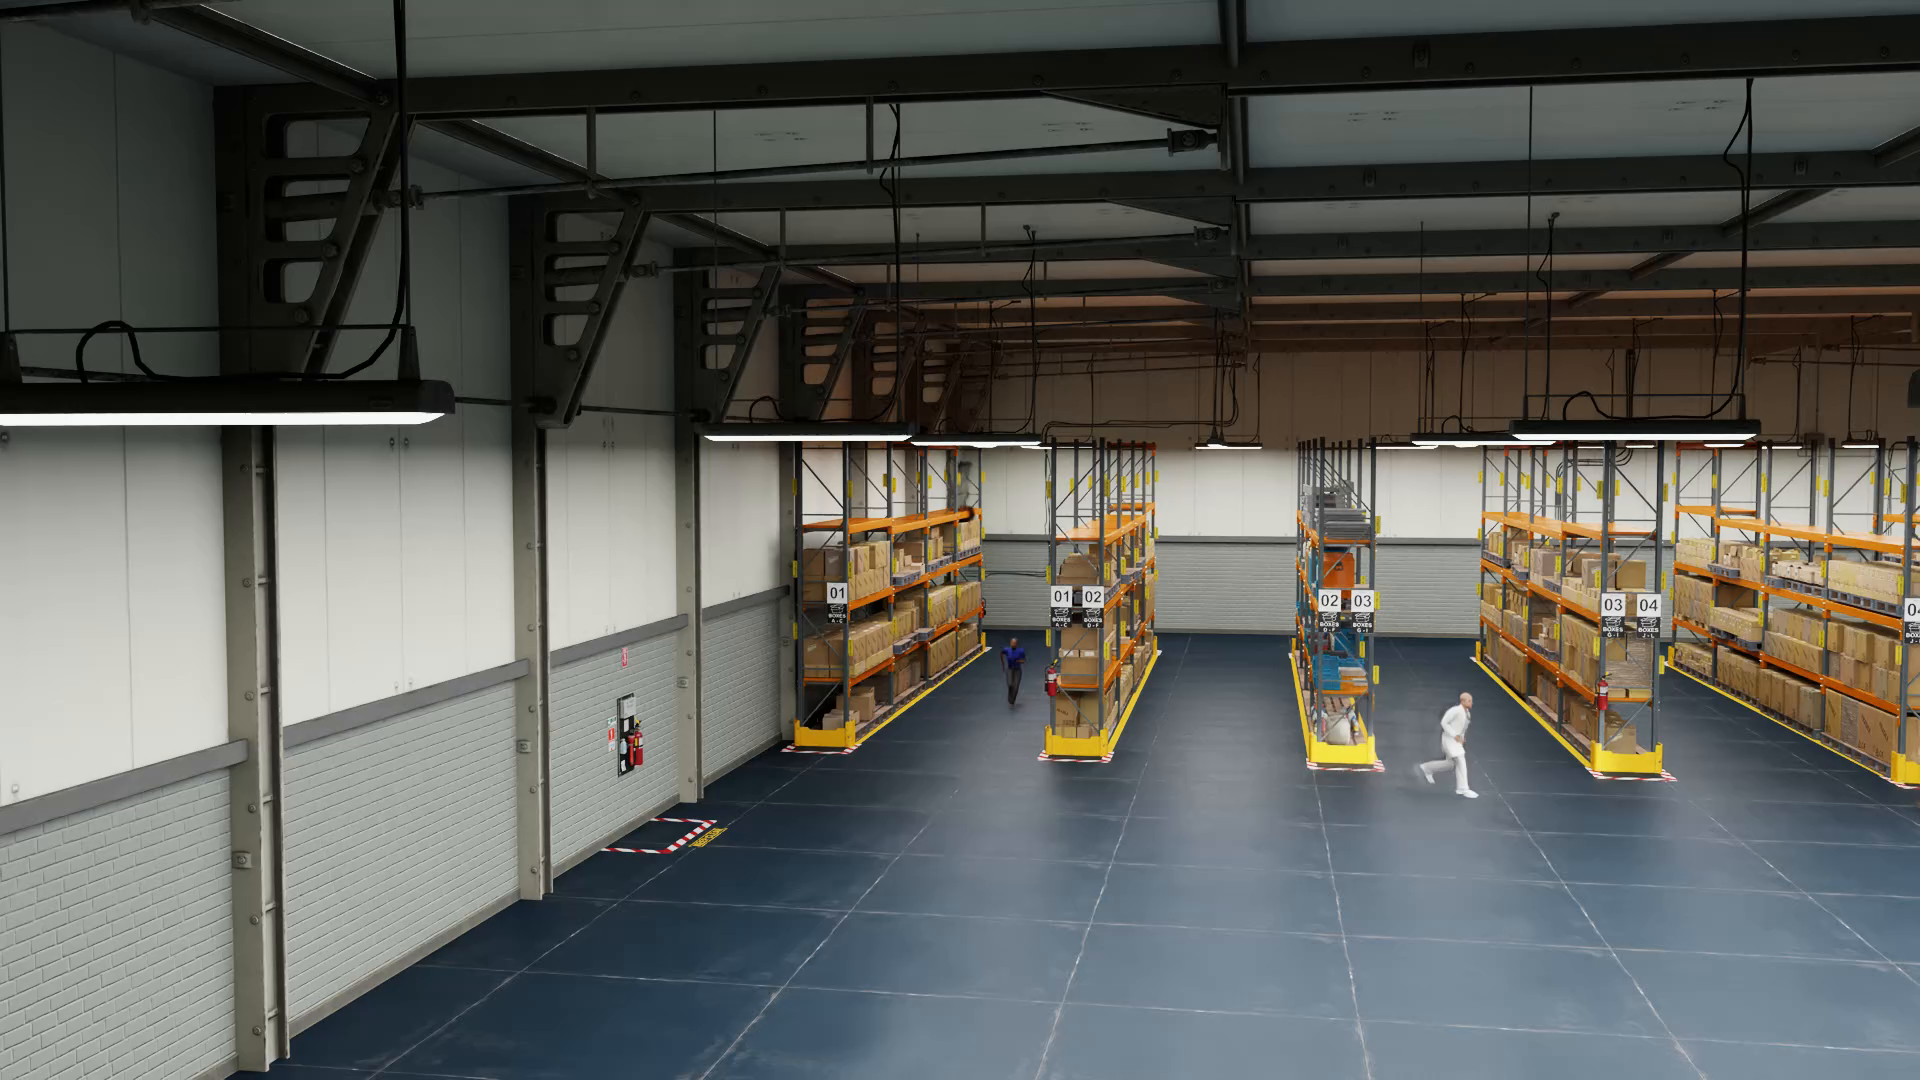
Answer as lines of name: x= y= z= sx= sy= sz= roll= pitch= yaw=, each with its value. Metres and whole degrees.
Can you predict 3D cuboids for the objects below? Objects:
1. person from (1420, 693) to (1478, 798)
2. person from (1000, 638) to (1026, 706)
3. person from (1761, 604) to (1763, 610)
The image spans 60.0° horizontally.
person: x=8.169 y=3.487 z=27.836 sx=1.024 sy=1.552 sz=0.702 roll=3 pitch=4 yaw=44
person: x=1.183 y=2.961 z=37.147 sx=0.562 sy=1.575 sz=0.781 roll=0 pitch=3 yaw=-2
person: x=20.927 y=2.539 z=43.506 sx=0.675 sy=1.745 sz=0.670 roll=0 pitch=3 yaw=4
